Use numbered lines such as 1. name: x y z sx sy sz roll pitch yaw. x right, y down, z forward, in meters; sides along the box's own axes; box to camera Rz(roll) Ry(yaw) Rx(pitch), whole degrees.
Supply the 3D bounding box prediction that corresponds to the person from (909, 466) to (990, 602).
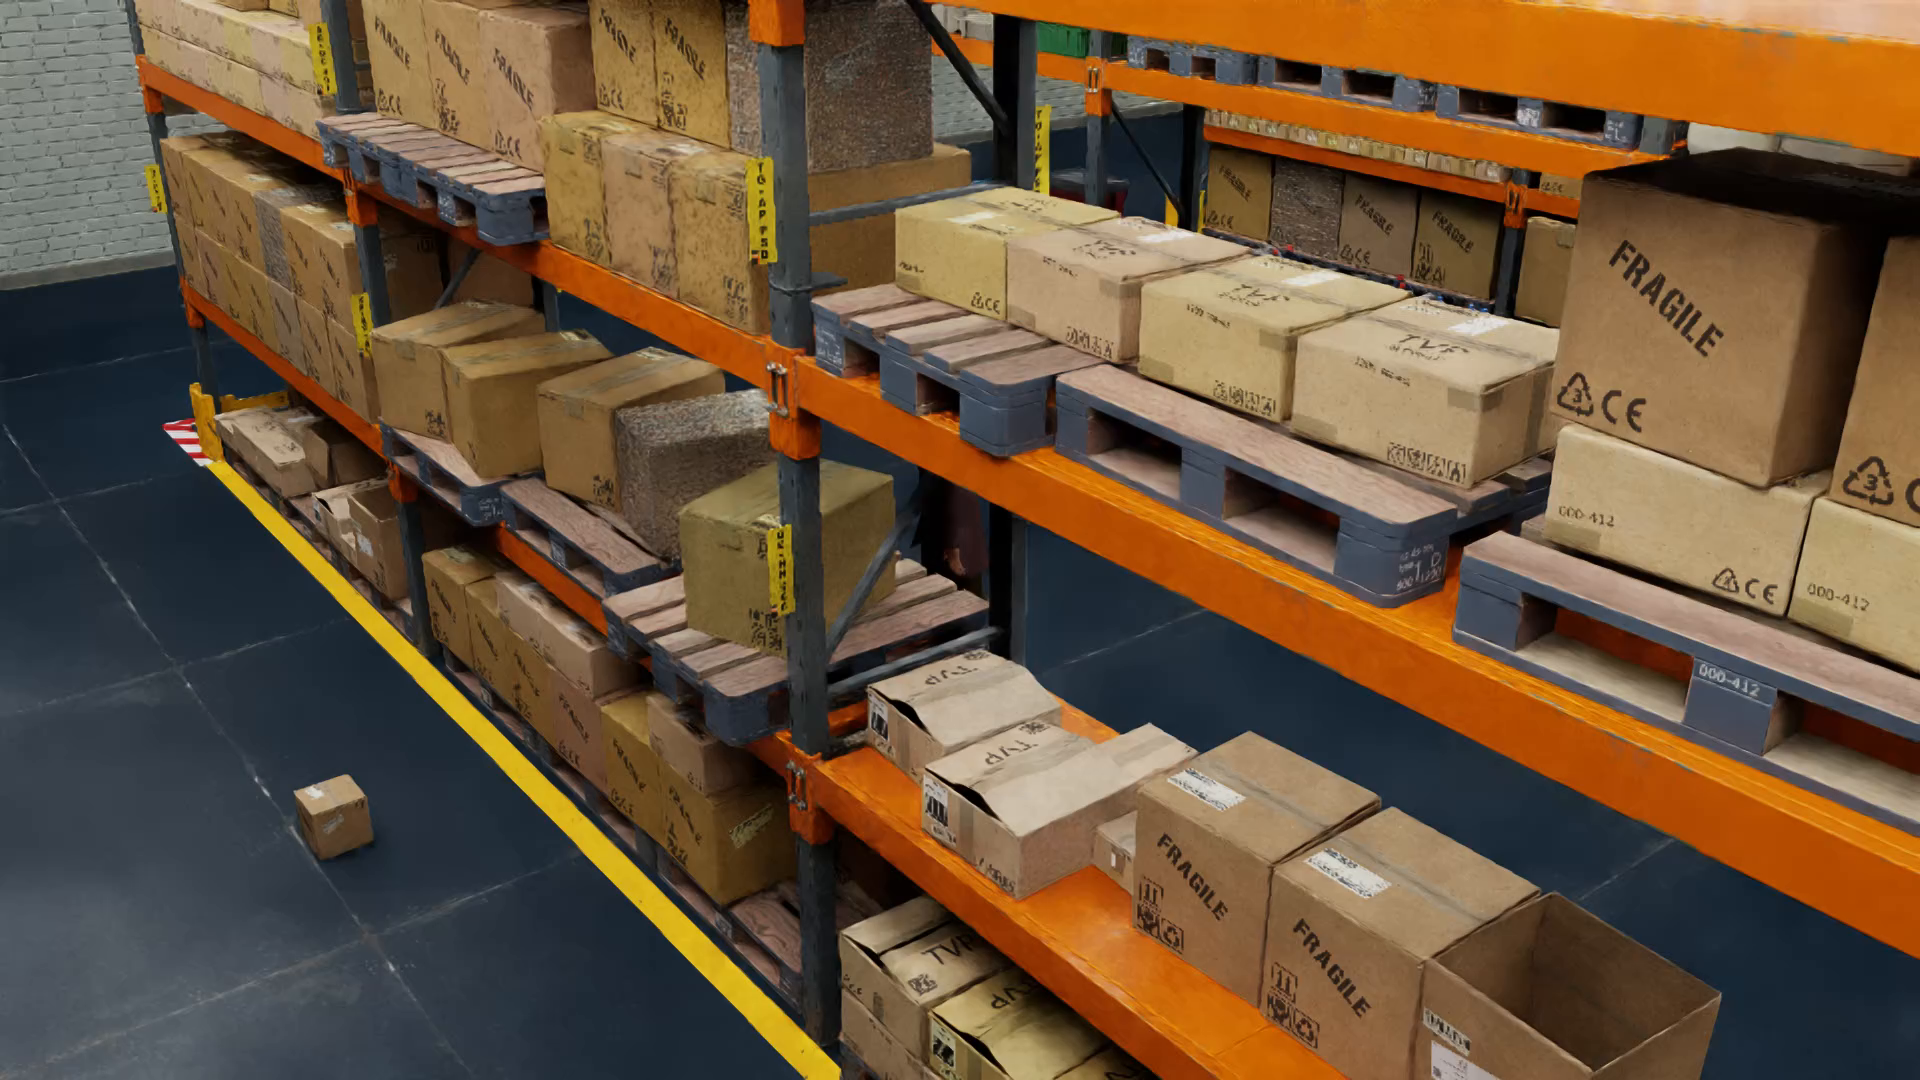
1. person: -0.103 -0.075 8.760 0.645 1.780 0.677 -4 25 -8
